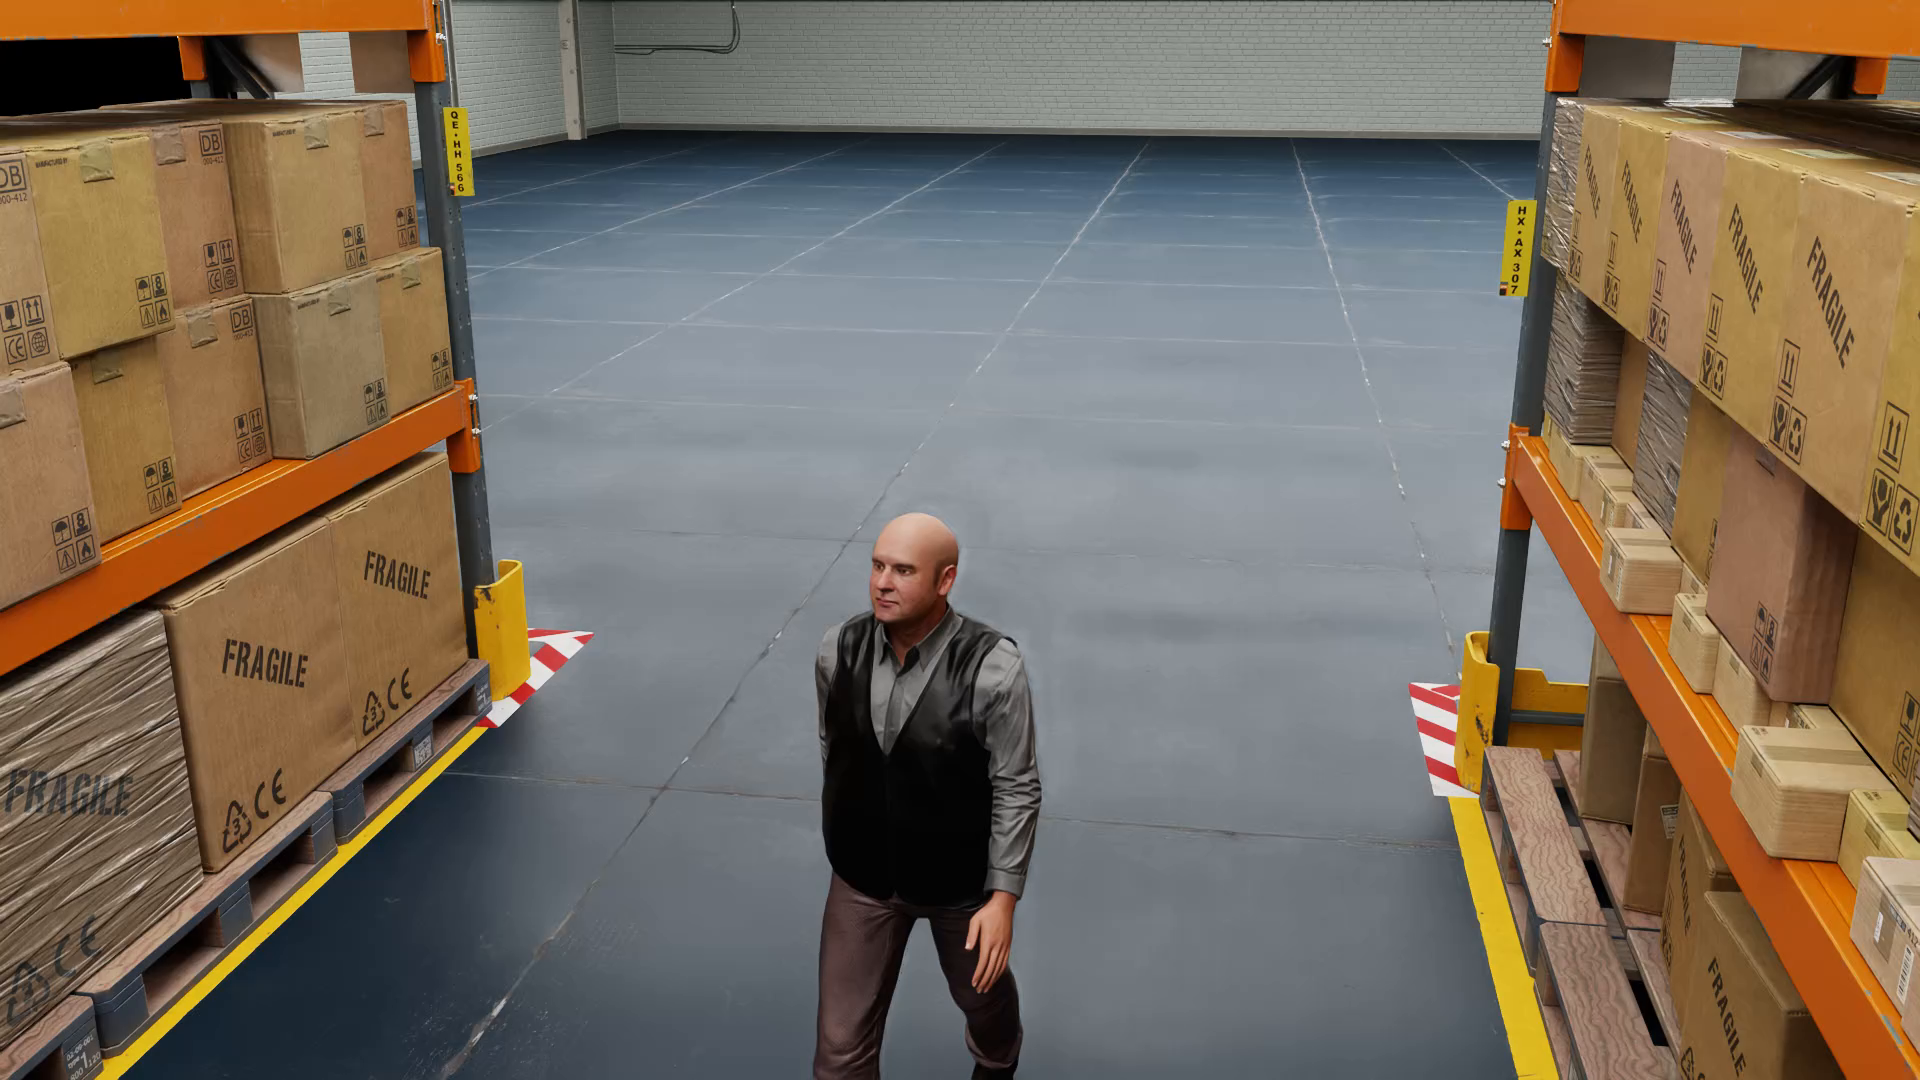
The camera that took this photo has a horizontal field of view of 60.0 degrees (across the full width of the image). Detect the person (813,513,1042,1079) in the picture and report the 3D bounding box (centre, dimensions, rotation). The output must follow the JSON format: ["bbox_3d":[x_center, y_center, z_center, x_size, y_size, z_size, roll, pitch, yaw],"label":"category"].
[{"bbox_3d":[-0.094,0.753,3.714,0.567,1.666,1.058,5,19,16],"label":"person"}]
